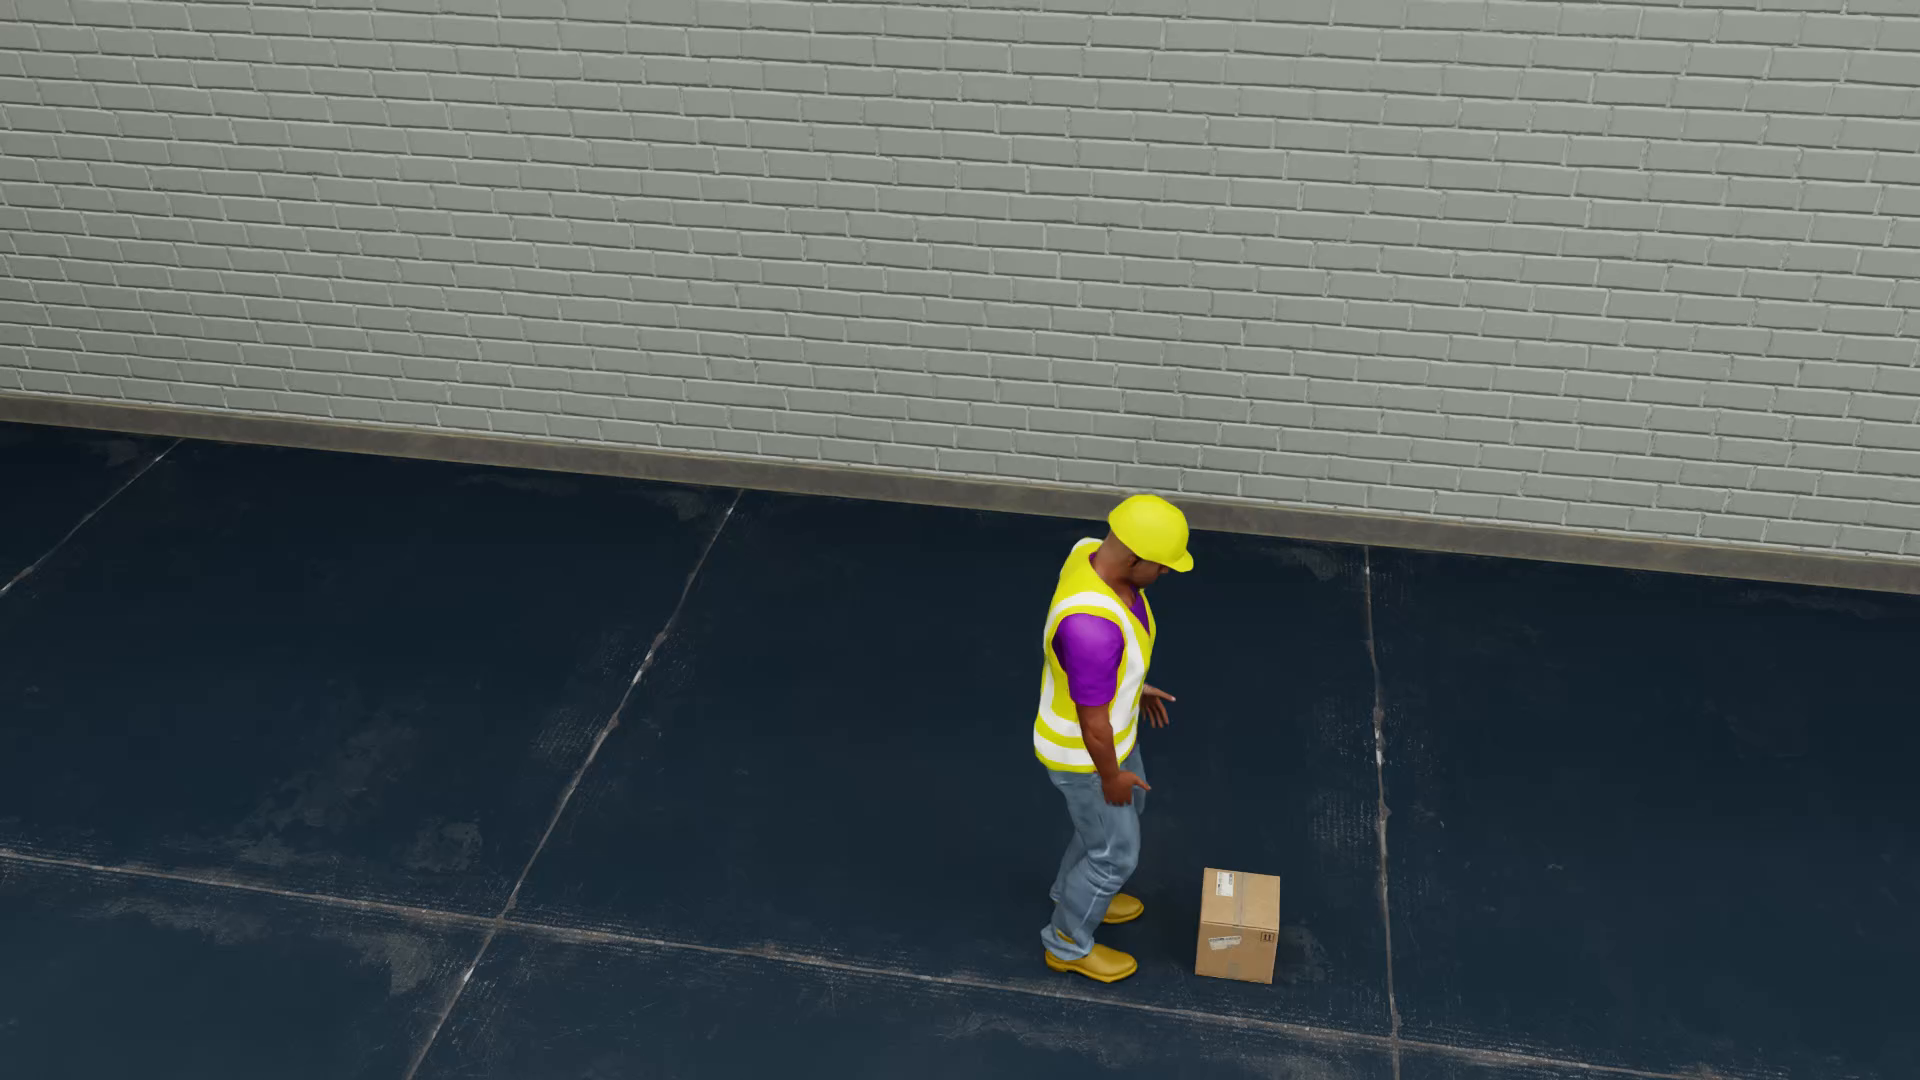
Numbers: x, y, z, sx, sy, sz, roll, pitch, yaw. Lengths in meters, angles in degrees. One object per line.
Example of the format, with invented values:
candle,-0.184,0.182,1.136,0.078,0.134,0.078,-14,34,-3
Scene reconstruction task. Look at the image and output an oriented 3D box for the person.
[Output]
person,0.461,0.603,5.197,0.438,1.725,0.588,6,33,9
